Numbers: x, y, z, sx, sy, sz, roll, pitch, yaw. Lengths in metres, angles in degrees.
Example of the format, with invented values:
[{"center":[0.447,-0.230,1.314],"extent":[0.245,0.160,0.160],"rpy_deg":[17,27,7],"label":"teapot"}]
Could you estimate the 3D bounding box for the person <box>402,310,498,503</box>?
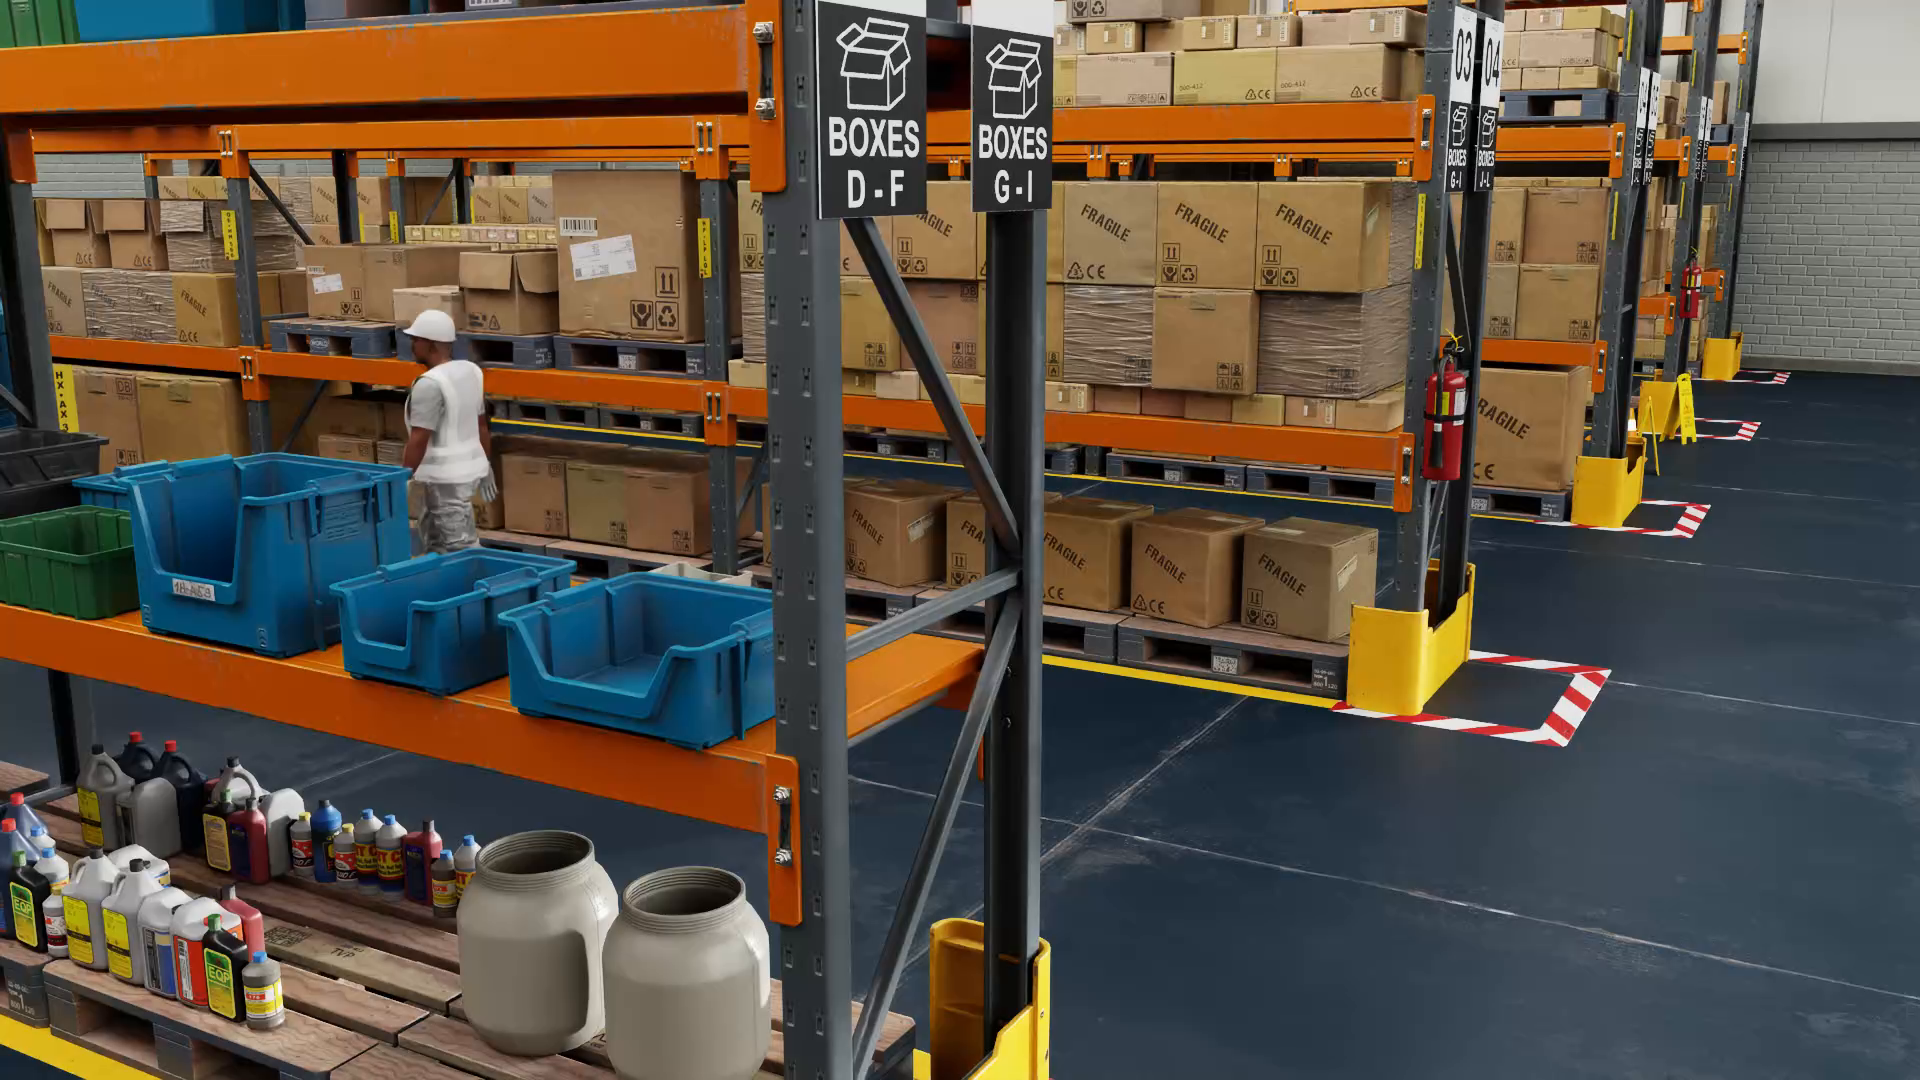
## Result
[{"center":[-2.728,-0.291,8.773],"extent":[0.649,1.831,0.592],"rpy_deg":[2,13,7],"label":"person"}]
